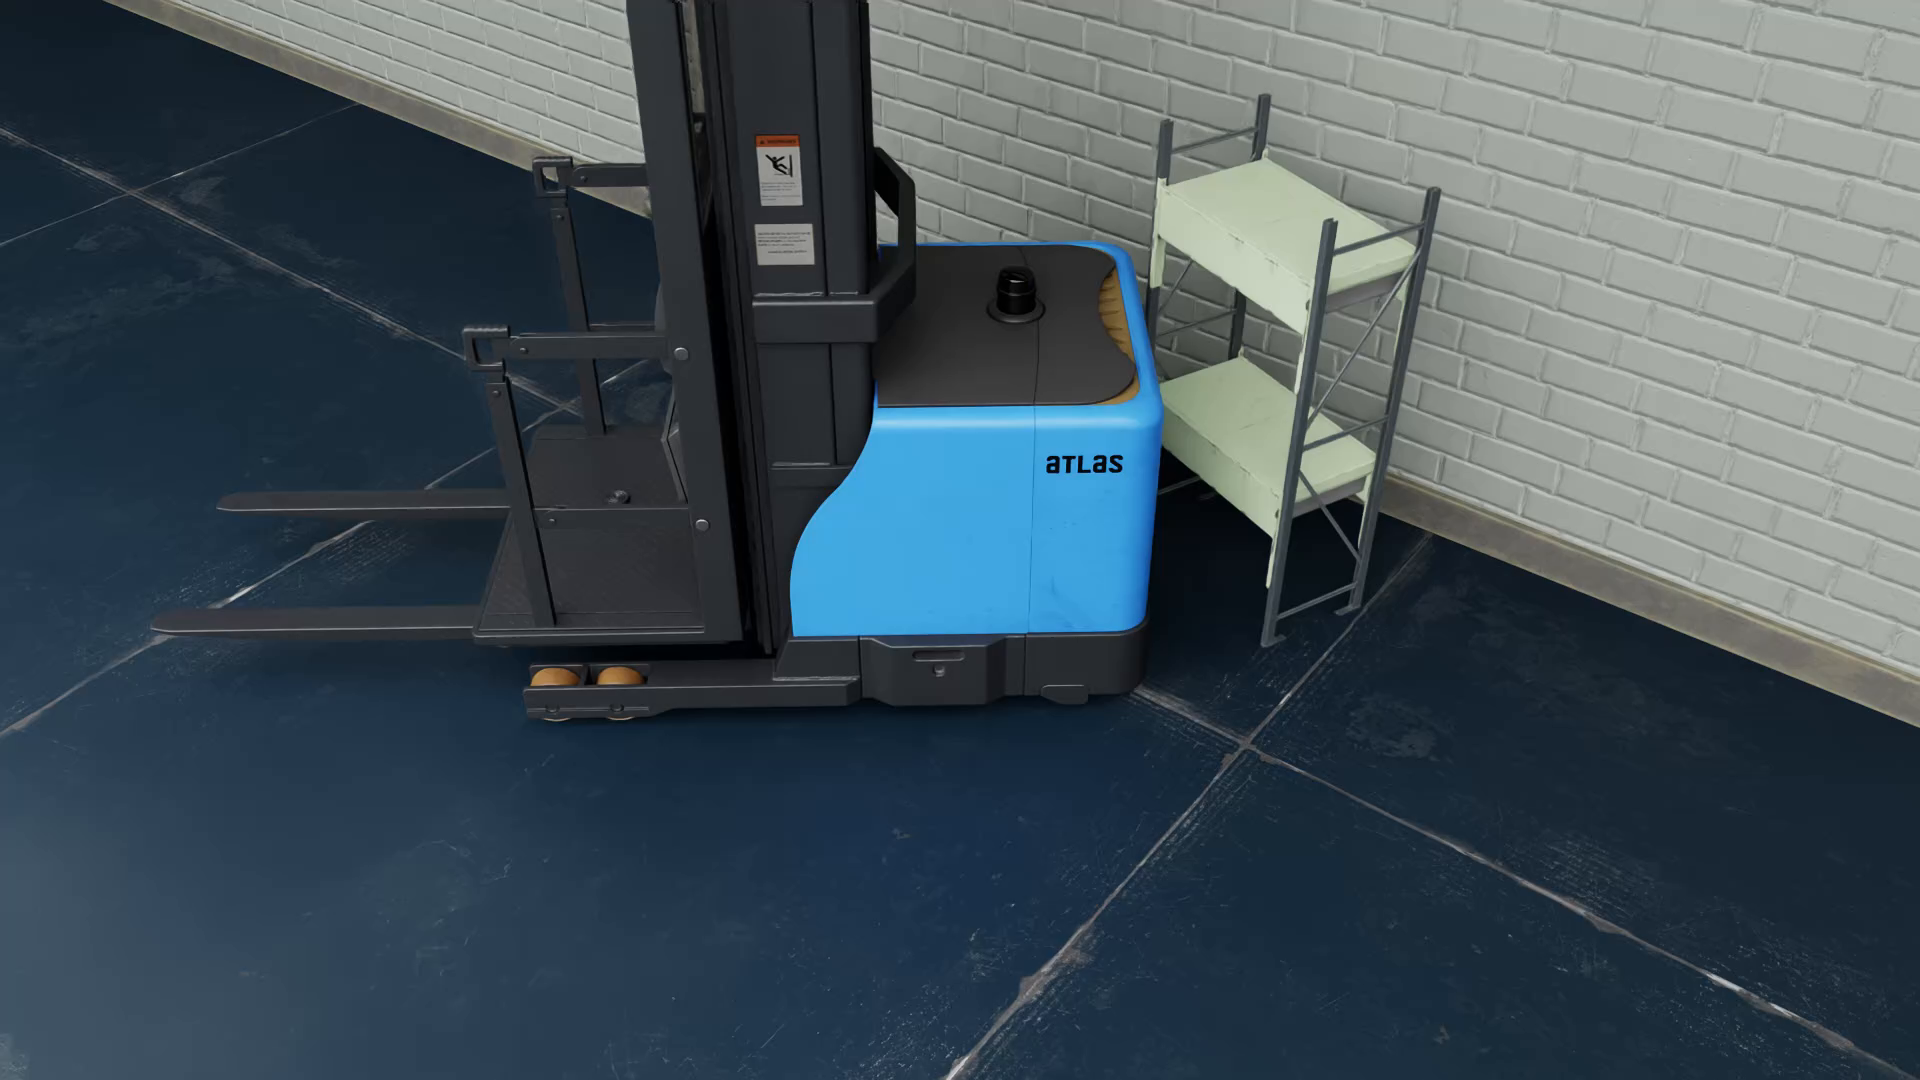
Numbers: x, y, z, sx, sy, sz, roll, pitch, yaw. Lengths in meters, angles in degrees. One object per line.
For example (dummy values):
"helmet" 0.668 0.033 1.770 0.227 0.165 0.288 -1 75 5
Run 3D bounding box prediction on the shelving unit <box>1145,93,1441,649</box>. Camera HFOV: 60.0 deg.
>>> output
"shelving unit" 0.952 -0.506 5.180 0.431 1.500 0.755 -20 42 -24

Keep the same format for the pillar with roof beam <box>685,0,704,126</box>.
"pillar with roof beam" -3.426 -2.527 1.678 0.400 9.000 9.100 25 45 29

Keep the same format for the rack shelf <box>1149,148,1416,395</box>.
"rack shelf" 0.952 -0.813 4.939 0.431 0.370 0.720 -20 42 -24

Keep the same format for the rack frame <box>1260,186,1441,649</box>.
"rack frame" 1.138 -0.312 4.931 0.400 1.500 0.023 -20 42 -24

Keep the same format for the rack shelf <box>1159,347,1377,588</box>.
"rack shelf" 0.952 -0.249 5.381 0.431 0.370 0.720 -20 42 -24

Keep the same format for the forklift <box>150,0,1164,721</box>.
"forklift" -0.954 -0.935 4.566 3.031 2.935 1.130 -1 38 -1

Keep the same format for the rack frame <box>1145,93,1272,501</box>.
"rack frame" 0.767 -0.700 5.428 0.400 1.500 0.023 -20 42 -24
